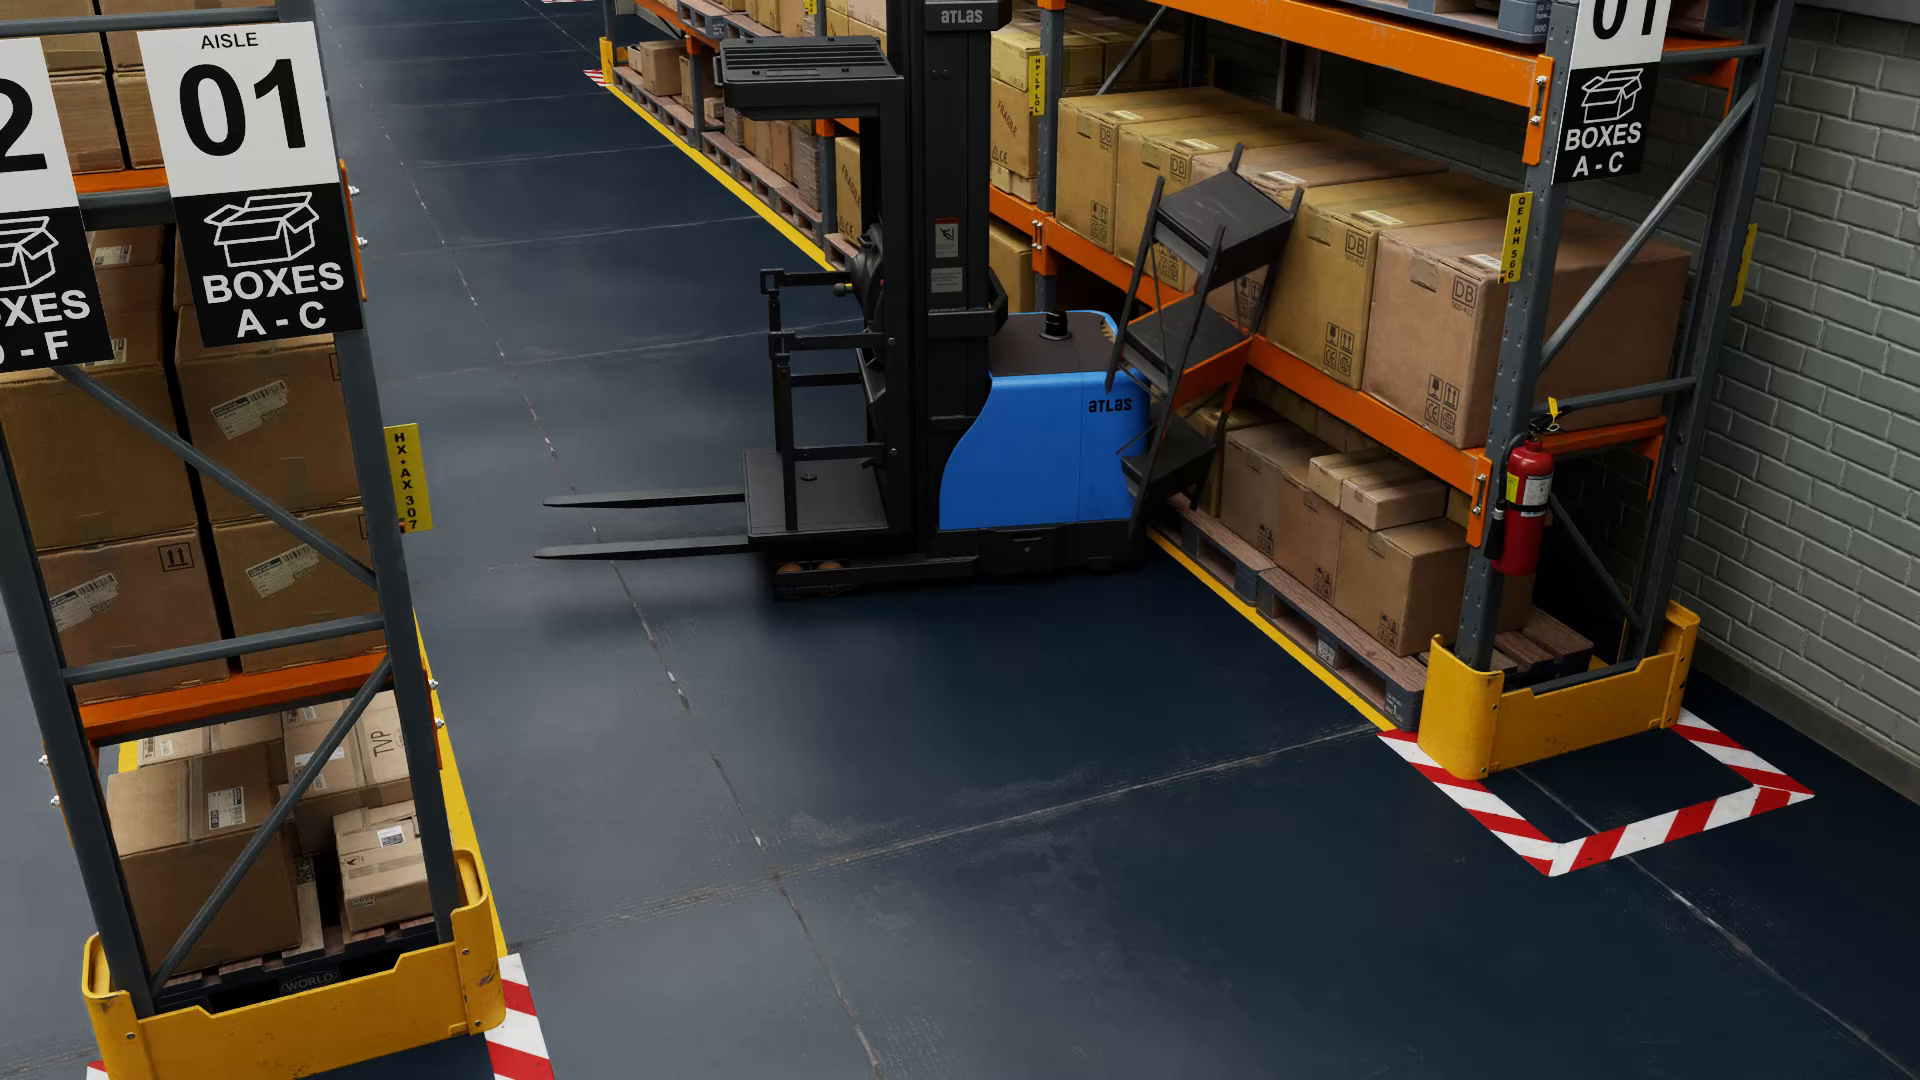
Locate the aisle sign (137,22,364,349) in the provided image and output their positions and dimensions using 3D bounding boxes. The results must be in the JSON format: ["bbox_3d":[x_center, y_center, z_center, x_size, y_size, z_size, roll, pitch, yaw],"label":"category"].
[{"bbox_3d":[-1.764,-0.880,4.170,0.394,0.787,0.004,-11,28,-21],"label":"aisle sign"}]

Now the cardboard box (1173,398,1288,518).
[{"bbox_3d":[1.521,-0.491,8.707,0.700,0.500,0.500,-10,28,-19],"label":"cardboard box"}]

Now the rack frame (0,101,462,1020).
[{"bbox_3d":[-2.060,0.311,4.694,1.000,3.000,0.127,-11,28,-21],"label":"rack frame"}]

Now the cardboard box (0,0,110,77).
[{"bbox_3d":[-2.496,-1.357,4.294,0.500,0.250,0.500,-11,28,-21],"label":"cardboard box"}]

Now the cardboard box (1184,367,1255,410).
[{"bbox_3d":[1.299,-0.813,8.628,0.380,0.149,0.250,-11,28,-22],"label":"cardboard box"}]

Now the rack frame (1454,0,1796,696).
[{"bbox_3d":[2.496,-0.541,6.440,1.000,3.000,0.127,-11,28,-21],"label":"rack frame"}]

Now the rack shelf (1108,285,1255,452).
[{"bbox_3d":[1.023,-0.812,7.860,0.480,0.518,0.431,-28,58,-30],"label":"rack shelf"}]

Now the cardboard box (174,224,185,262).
[{"bbox_3d":[-2.395,-0.820,5.757,0.500,0.500,0.500,-10,28,-20],"label":"cardboard box"}]

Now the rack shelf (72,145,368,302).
[{"bbox_3d":[-2.844,-1.521,5.847,1.077,0.370,4.000,-11,28,-21],"label":"rack shelf"}]

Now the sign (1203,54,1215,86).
[{"bbox_3d":[1.440,-2.677,9.737,0.100,0.325,0.005,-11,28,-21],"label":"sign"}]

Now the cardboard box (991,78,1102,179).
[{"bbox_3d":[0.517,-2.487,9.949,0.500,0.500,0.500,-11,28,-21],"label":"cardboard box"}]

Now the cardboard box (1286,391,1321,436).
[{"bbox_3d":[1.865,-0.659,8.312,0.380,0.149,0.250,-10,28,-20],"label":"cardboard box"}]

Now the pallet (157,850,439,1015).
[{"bbox_3d":[-2.403,1.212,6.027,1.003,0.211,1.213,-11,28,-21],"label":"pallet"}]

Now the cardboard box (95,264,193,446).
[{"bbox_3d":[-2.686,-0.519,5.141,0.500,0.500,0.500,-10,28,-19],"label":"cardboard box"}]

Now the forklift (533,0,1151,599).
[{"bbox_3d":[-0.623,-1.277,8.025,3.031,2.935,1.130,-4,26,-8],"label":"forklift"}]

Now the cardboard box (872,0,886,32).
[{"bbox_3d":[-0.286,-3.650,11.476,0.500,0.250,0.500,-10,28,-20],"label":"cardboard box"}]

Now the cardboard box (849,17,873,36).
[{"bbox_3d":[-0.486,-3.505,12.035,0.500,0.500,0.500,-10,28,-19],"label":"cardboard box"}]

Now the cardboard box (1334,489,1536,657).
[{"bbox_3d":[2.130,0.128,7.440,0.700,0.500,0.500,-11,28,-21],"label":"cardboard box"}]

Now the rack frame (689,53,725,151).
[{"bbox_3d":[-2.203,-5.386,16.362,1.000,3.000,0.127,-11,28,-21],"label":"rack frame"}]

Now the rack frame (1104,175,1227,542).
[{"bbox_3d":[0.838,-0.722,7.728,0.015,2.100,0.400,-28,58,-30],"label":"rack frame"}]

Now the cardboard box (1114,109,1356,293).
[{"bbox_3d":[1.408,-1.774,8.622,0.980,0.700,0.700,-11,28,-22],"label":"cardboard box"}]

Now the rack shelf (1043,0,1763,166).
[{"bbox_3d":[1.713,-2.373,7.593,1.077,0.370,4.000,-11,28,-21],"label":"rack shelf"}]

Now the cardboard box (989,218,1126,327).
[{"bbox_3d":[0.555,-1.619,10.618,0.750,0.750,0.750,-10,28,-20],"label":"cardboard box"}]

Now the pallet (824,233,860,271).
[{"bbox_3d":[-0.397,-2.187,12.988,1.003,0.211,1.213,-11,28,-21],"label":"pallet"}]

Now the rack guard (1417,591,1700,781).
[{"bbox_3d":[2.505,0.592,6.969,1.175,0.500,0.348,-11,28,-21],"label":"rack guard"}]

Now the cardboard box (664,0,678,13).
[{"bbox_3d":[-2.668,-5.467,16.675,0.500,0.250,0.500,-11,28,-20],"label":"cardboard box"}]

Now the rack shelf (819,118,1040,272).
[{"bbox_3d":[0.146,-2.640,11.559,1.077,0.370,4.000,-11,28,-21],"label":"rack shelf"}]

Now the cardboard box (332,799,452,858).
[{"bbox_3d":[-2.006,1.058,5.893,0.380,0.166,0.250,-11,28,-21],"label":"cardboard box"}]

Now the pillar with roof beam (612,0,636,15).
[{"bbox_3d":[-9.011,-11.245,21.525,9.100,9.000,0.400,-11,28,-21],"label":"pillar with roof beam"}]

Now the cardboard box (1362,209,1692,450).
[{"bbox_3d":[2.287,-0.880,6.792,0.980,0.700,0.700,-9,28,-18],"label":"cardboard box"}]

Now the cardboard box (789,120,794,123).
[{"bbox_3d":[-1.338,-3.912,14.836,0.500,0.250,0.500,-11,28,-21],"label":"cardboard box"}]

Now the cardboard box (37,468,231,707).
[{"bbox_3d":[-2.486,0.132,4.946,0.500,0.500,0.500,-10,28,-19],"label":"cardboard box"}]

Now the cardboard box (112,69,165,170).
[{"bbox_3d":[-2.028,-1.220,4.583,0.500,0.250,0.500,-11,28,-21],"label":"cardboard box"}]

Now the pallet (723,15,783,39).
[{"bbox_3d":[-1.450,-4.477,14.719,1.003,0.211,1.213,-11,28,-21],"label":"pallet"}]

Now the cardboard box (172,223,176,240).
[{"bbox_3d":[-3.298,-1.143,6.419,0.500,0.500,0.500,-11,28,-22],"label":"cardboard box"}]

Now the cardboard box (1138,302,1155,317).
[{"bbox_3d":[1.254,-1.286,9.597,0.380,0.149,0.250,-11,28,-21],"label":"cardboard box"}]

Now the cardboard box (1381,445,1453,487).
[{"bbox_3d":[2.164,-0.352,7.683,0.380,0.149,0.250,-10,28,-20],"label":"cardboard box"}]

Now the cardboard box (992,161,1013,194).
[{"bbox_3d":[0.416,-2.238,10.178,0.380,0.149,0.250,-10,28,-20],"label":"cardboard box"}]

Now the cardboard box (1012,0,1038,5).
[{"bbox_3d":[0.377,-3.534,11.239,0.500,0.250,0.500,-11,28,-22],"label":"cardboard box"}]

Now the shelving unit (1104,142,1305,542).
[{"bbox_3d":[1.025,-0.821,7.850,0.503,2.100,0.431,-28,58,-30],"label":"shelving unit"}]

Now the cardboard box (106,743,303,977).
[{"bbox_3d":[-2.500,1.060,5.508,0.500,0.500,0.500,-11,28,-21],"label":"cardboard box"}]

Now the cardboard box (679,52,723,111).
[{"bbox_3d":[-2.647,-4.872,17.658,0.500,0.500,0.500,-13,29,-24],"label":"cardboard box"}]

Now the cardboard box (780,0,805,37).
[{"bbox_3d":[-1.074,-4.423,13.774,0.700,0.500,0.500,-13,29,-25],"label":"cardboard box"}]

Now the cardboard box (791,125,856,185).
[{"bbox_3d":[-1.062,-3.355,14.550,0.700,0.500,0.500,-11,28,-21],"label":"cardboard box"}]

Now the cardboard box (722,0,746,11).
[{"bbox_3d":[-1.823,-5.190,15.346,0.700,0.500,0.500,-8,27,-15],"label":"cardboard box"}]

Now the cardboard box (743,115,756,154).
[{"bbox_3d":[-1.651,-3.966,15.802,0.700,0.500,0.500,-11,28,-22],"label":"cardboard box"}]

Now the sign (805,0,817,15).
[{"bbox_3d":[-1.132,-4.159,12.619,0.100,0.325,0.005,-11,28,-21],"label":"sign"}]

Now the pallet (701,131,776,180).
[{"bbox_3d":[-1.897,-3.819,16.331,1.003,0.211,1.213,-11,28,-21],"label":"pallet"}]
